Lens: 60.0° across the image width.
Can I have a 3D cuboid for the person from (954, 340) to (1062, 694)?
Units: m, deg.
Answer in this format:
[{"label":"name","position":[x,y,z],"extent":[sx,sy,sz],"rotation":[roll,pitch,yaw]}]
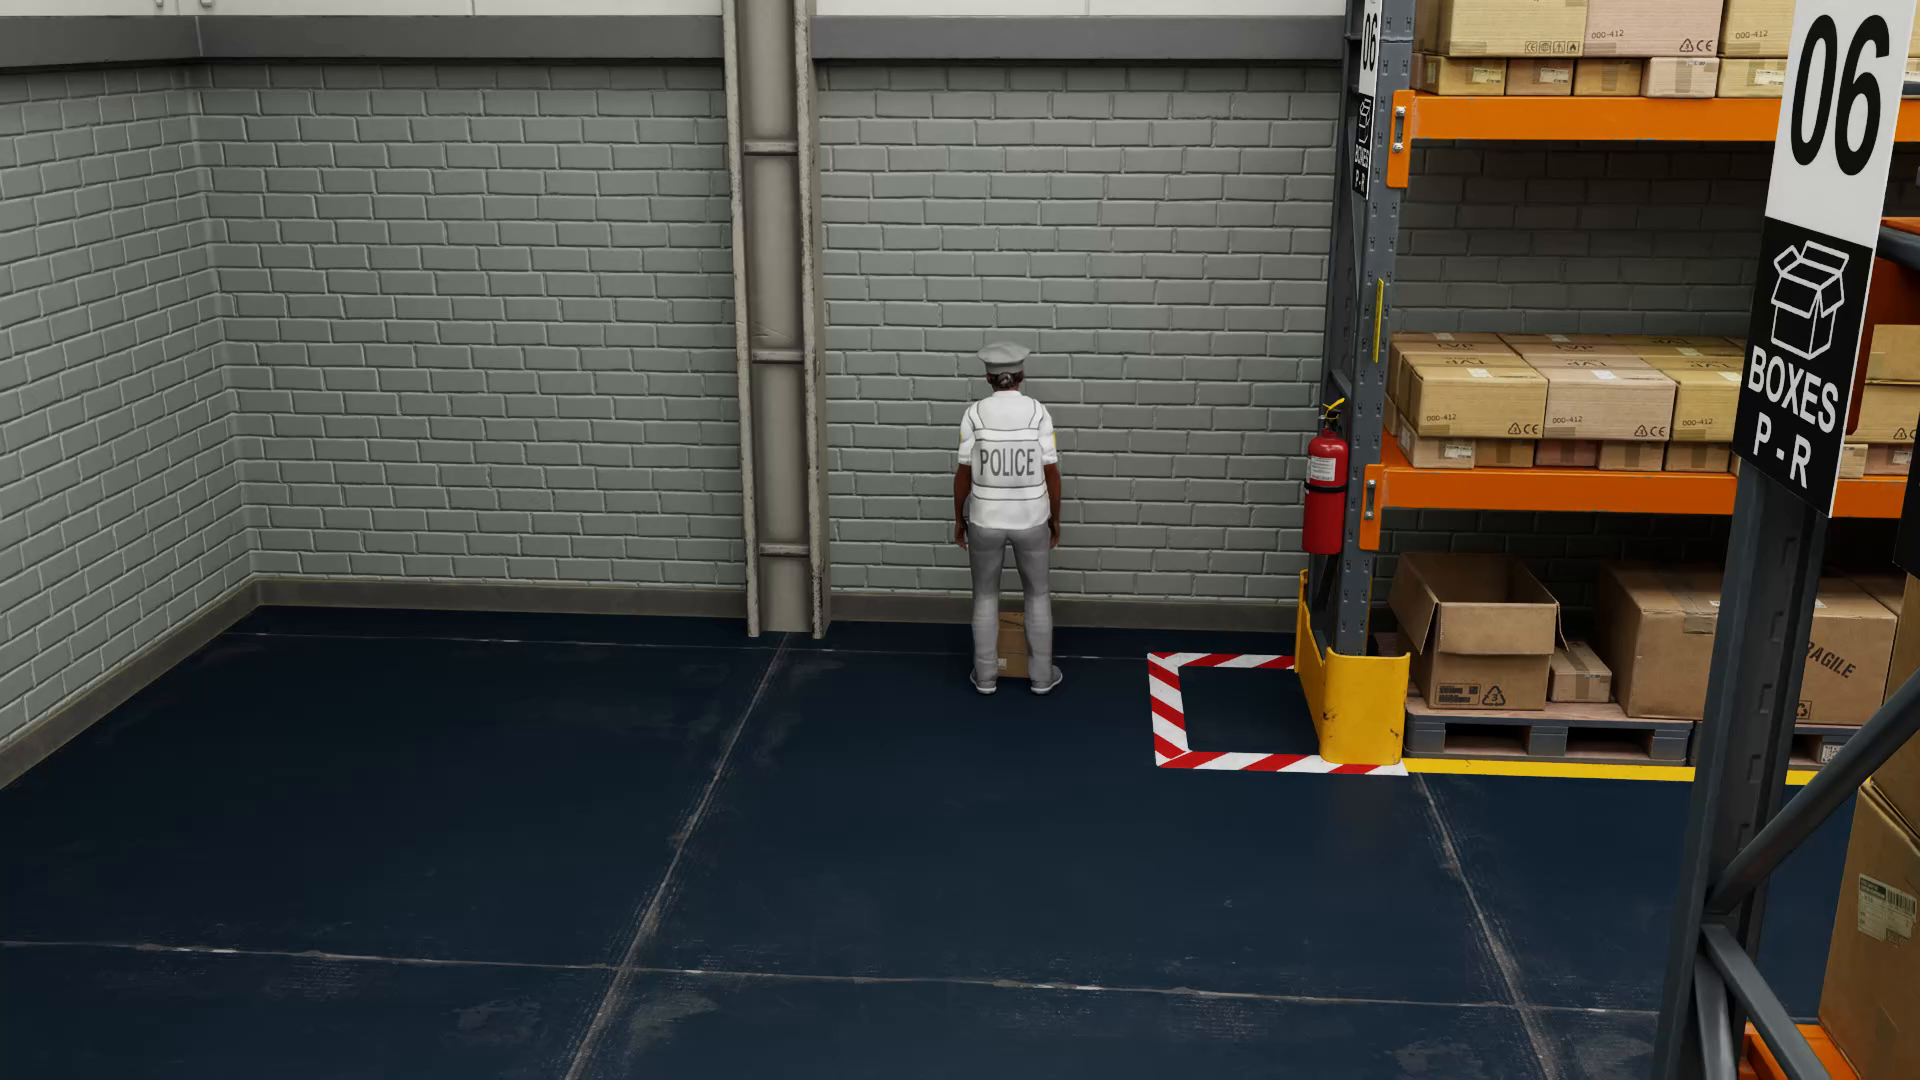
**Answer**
[{"label":"person","position":[0.234,-0.083,7.809],"extent":[0.527,1.662,0.394],"rotation":[1,18,2]}]
